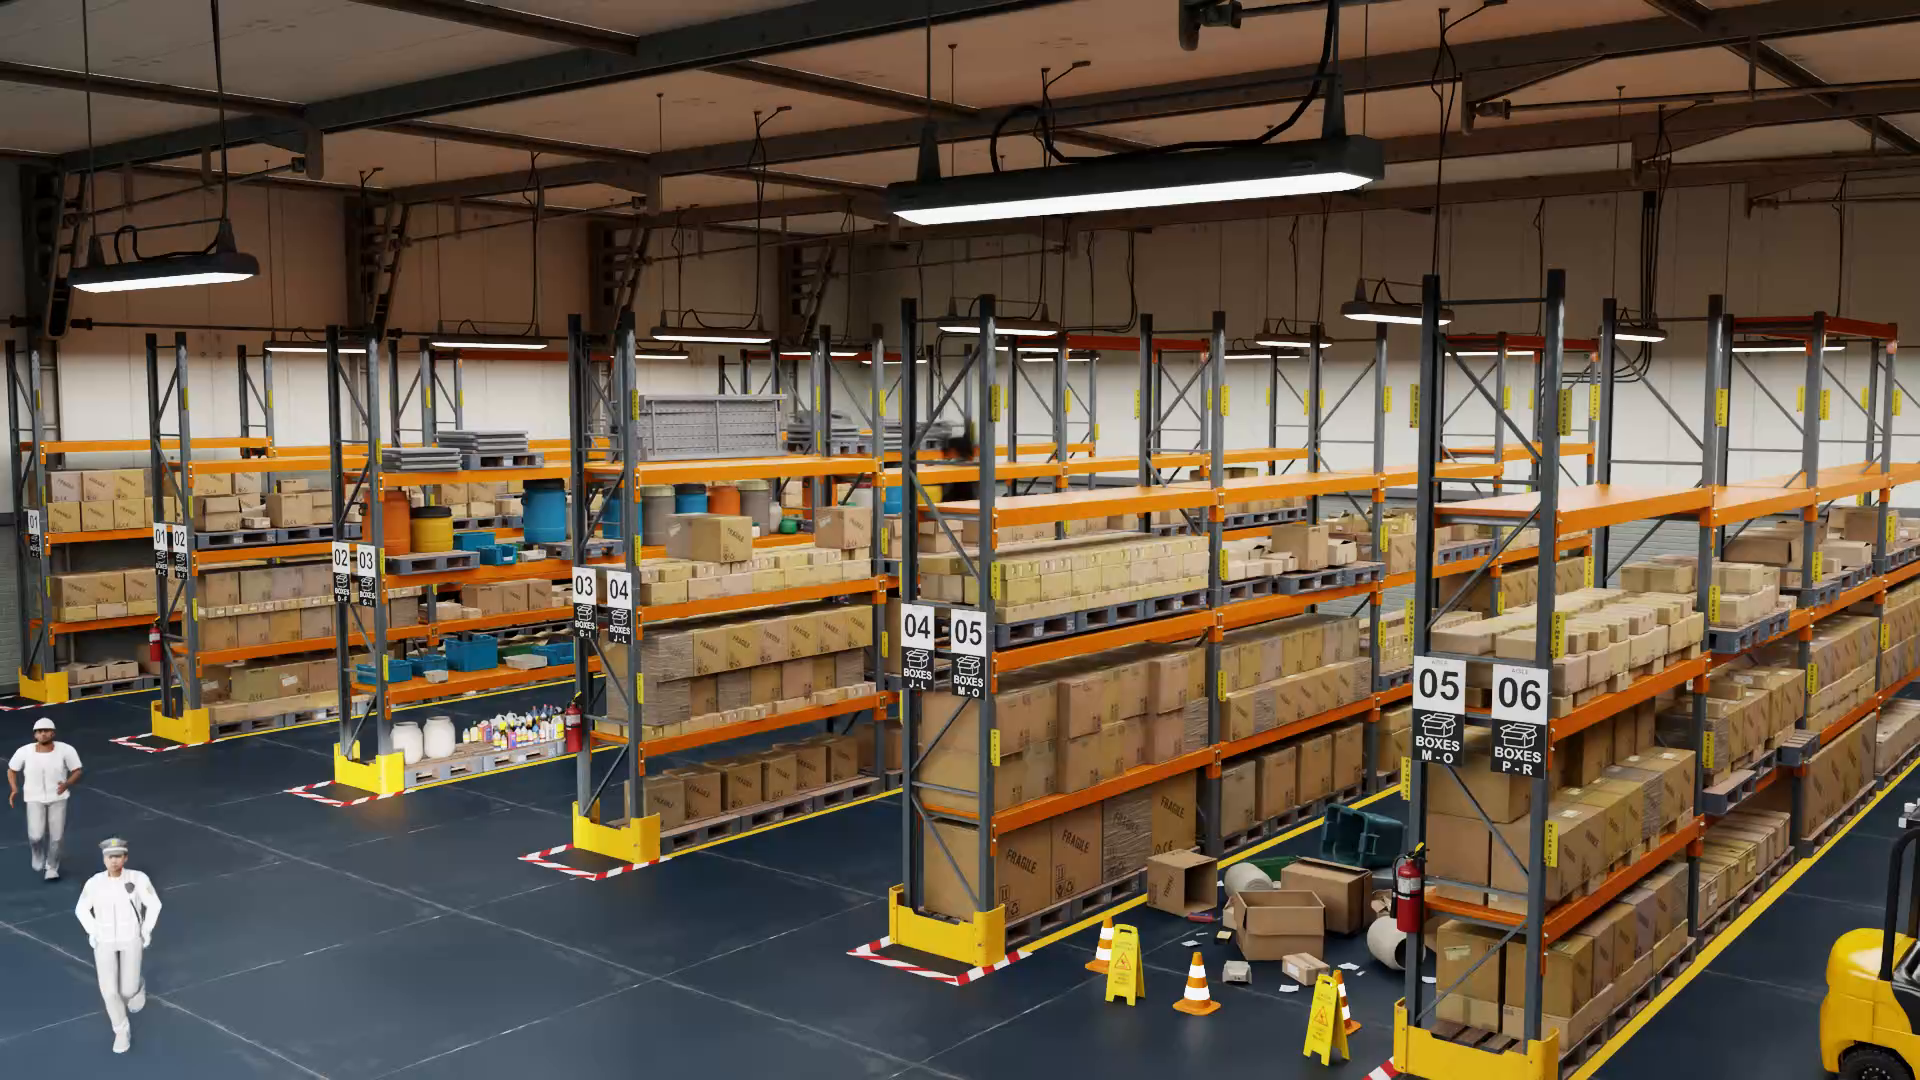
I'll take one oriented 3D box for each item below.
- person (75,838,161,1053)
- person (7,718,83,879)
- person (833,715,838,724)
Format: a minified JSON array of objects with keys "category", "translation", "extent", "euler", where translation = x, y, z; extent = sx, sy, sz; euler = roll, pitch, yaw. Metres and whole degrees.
[{"category":"person","translation":[-6.682,3.165,13.215],"extent":[0.617,1.665,0.609],"euler":[-2,5,-19]},{"category":"person","translation":[-9.611,2.736,17.489],"extent":[0.705,1.723,0.581],"euler":[-3,6,-27]},{"category":"person","translation":[-1.911,1.889,24.298],"extent":[0.575,1.622,0.505],"euler":[3,6,28]}]
